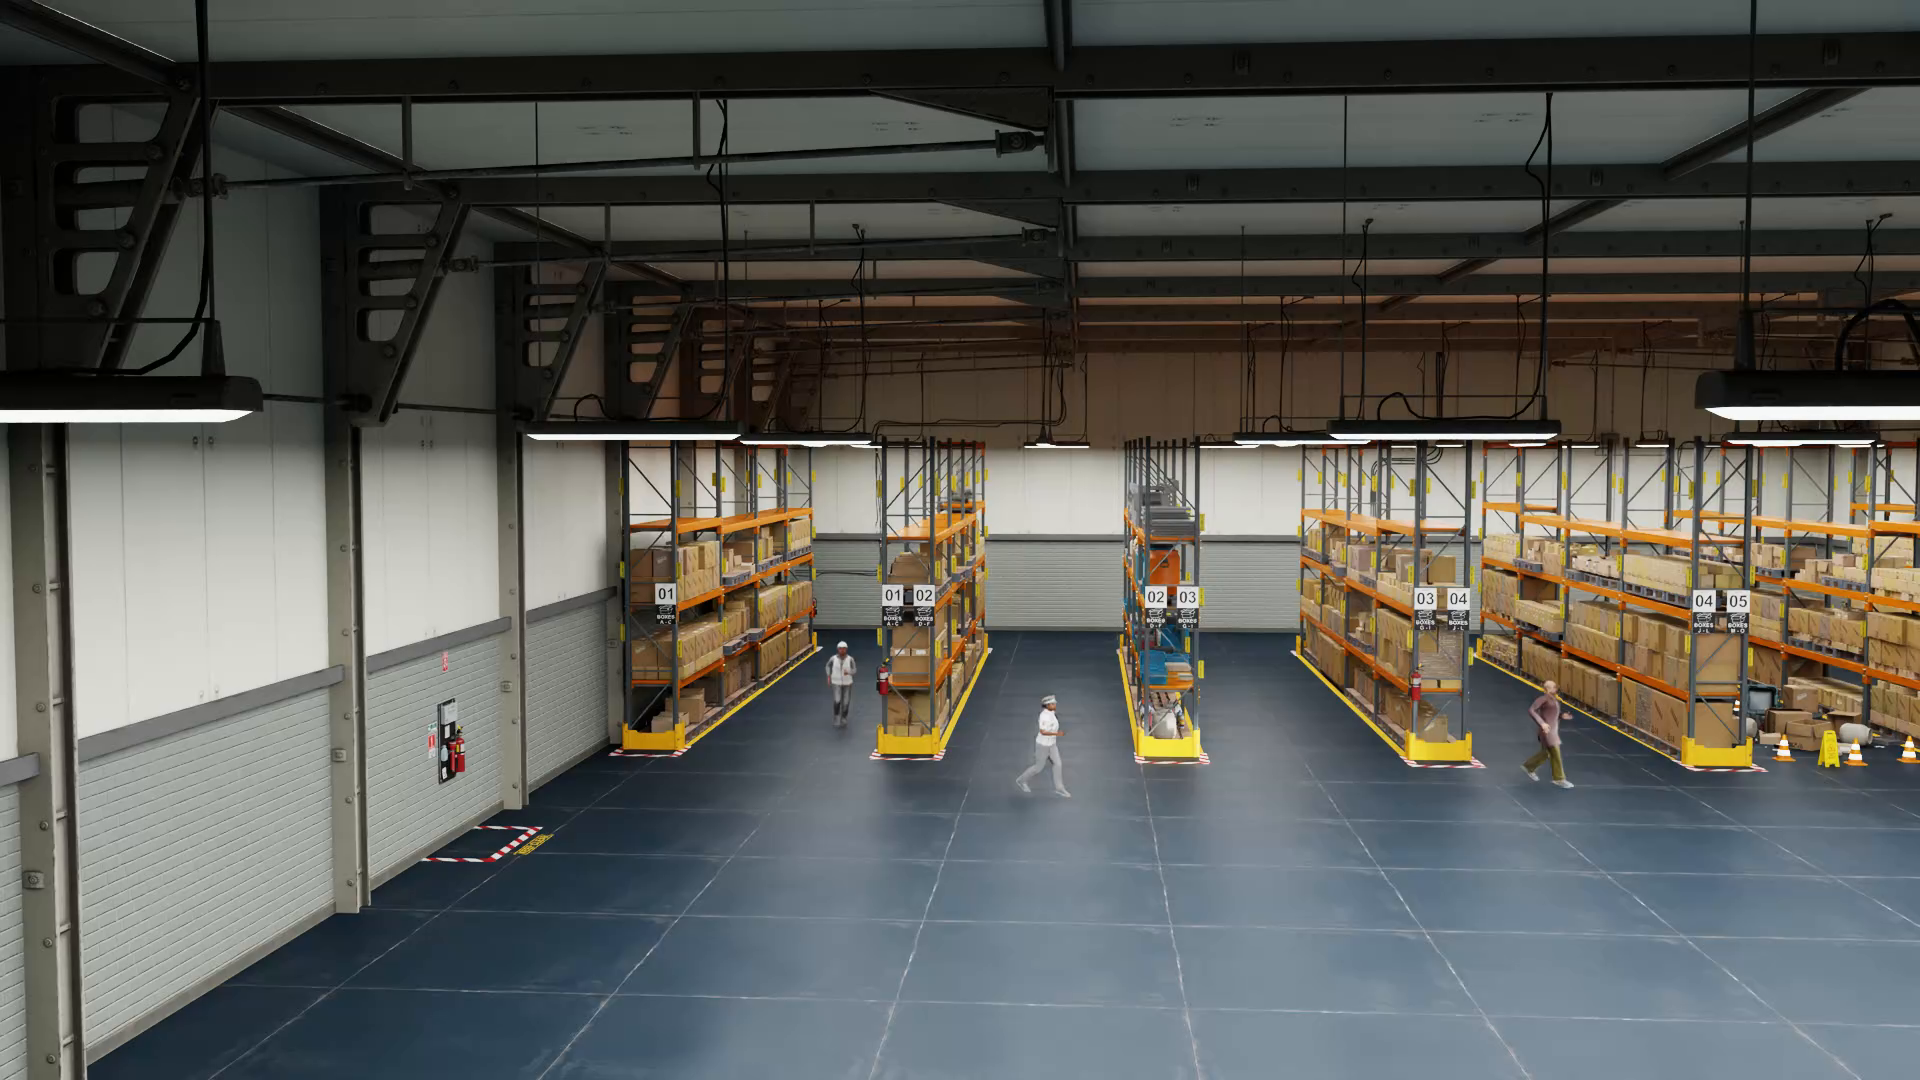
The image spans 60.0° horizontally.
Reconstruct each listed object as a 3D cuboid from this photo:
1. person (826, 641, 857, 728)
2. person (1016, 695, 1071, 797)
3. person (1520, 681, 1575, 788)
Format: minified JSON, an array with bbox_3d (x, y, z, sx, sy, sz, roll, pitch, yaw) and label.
[{"bbox_3d":[-2.455,2.997,34.467,0.628,1.783,0.705,0,3,-9],"label":"person"},{"bbox_3d":[1.392,3.396,27.532,0.924,1.696,0.549,1,3,23],"label":"person"},{"bbox_3d":[10.052,3.290,28.429,0.967,1.785,0.713,2,4,37],"label":"person"}]
